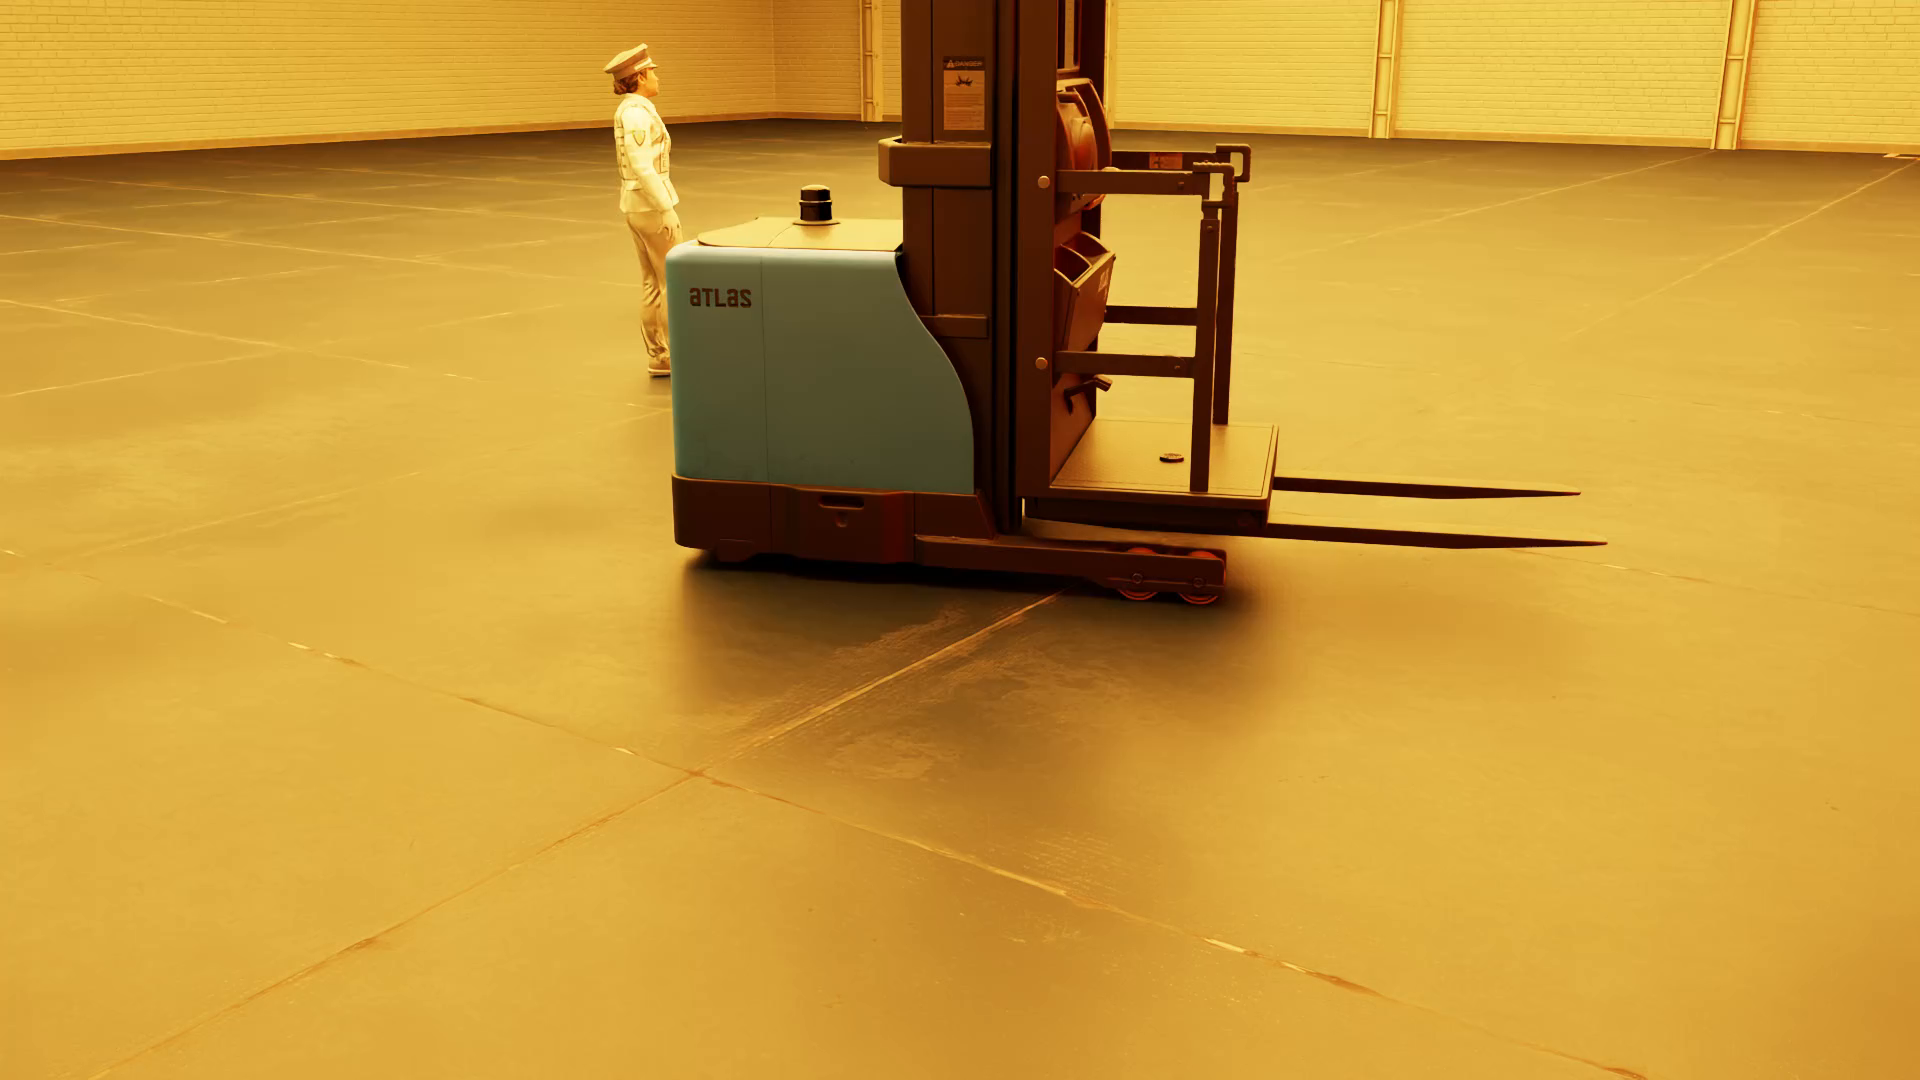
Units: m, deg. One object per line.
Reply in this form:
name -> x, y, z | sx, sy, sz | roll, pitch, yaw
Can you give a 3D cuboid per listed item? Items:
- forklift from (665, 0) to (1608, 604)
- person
forklift -> 0.595, -1.367, 5.404 | 3.031, 2.935, 1.130 | 4, 17, 12
person -> -1.534, -1.700, 8.652 | 0.532, 1.695, 0.585 | -5, 17, -18
